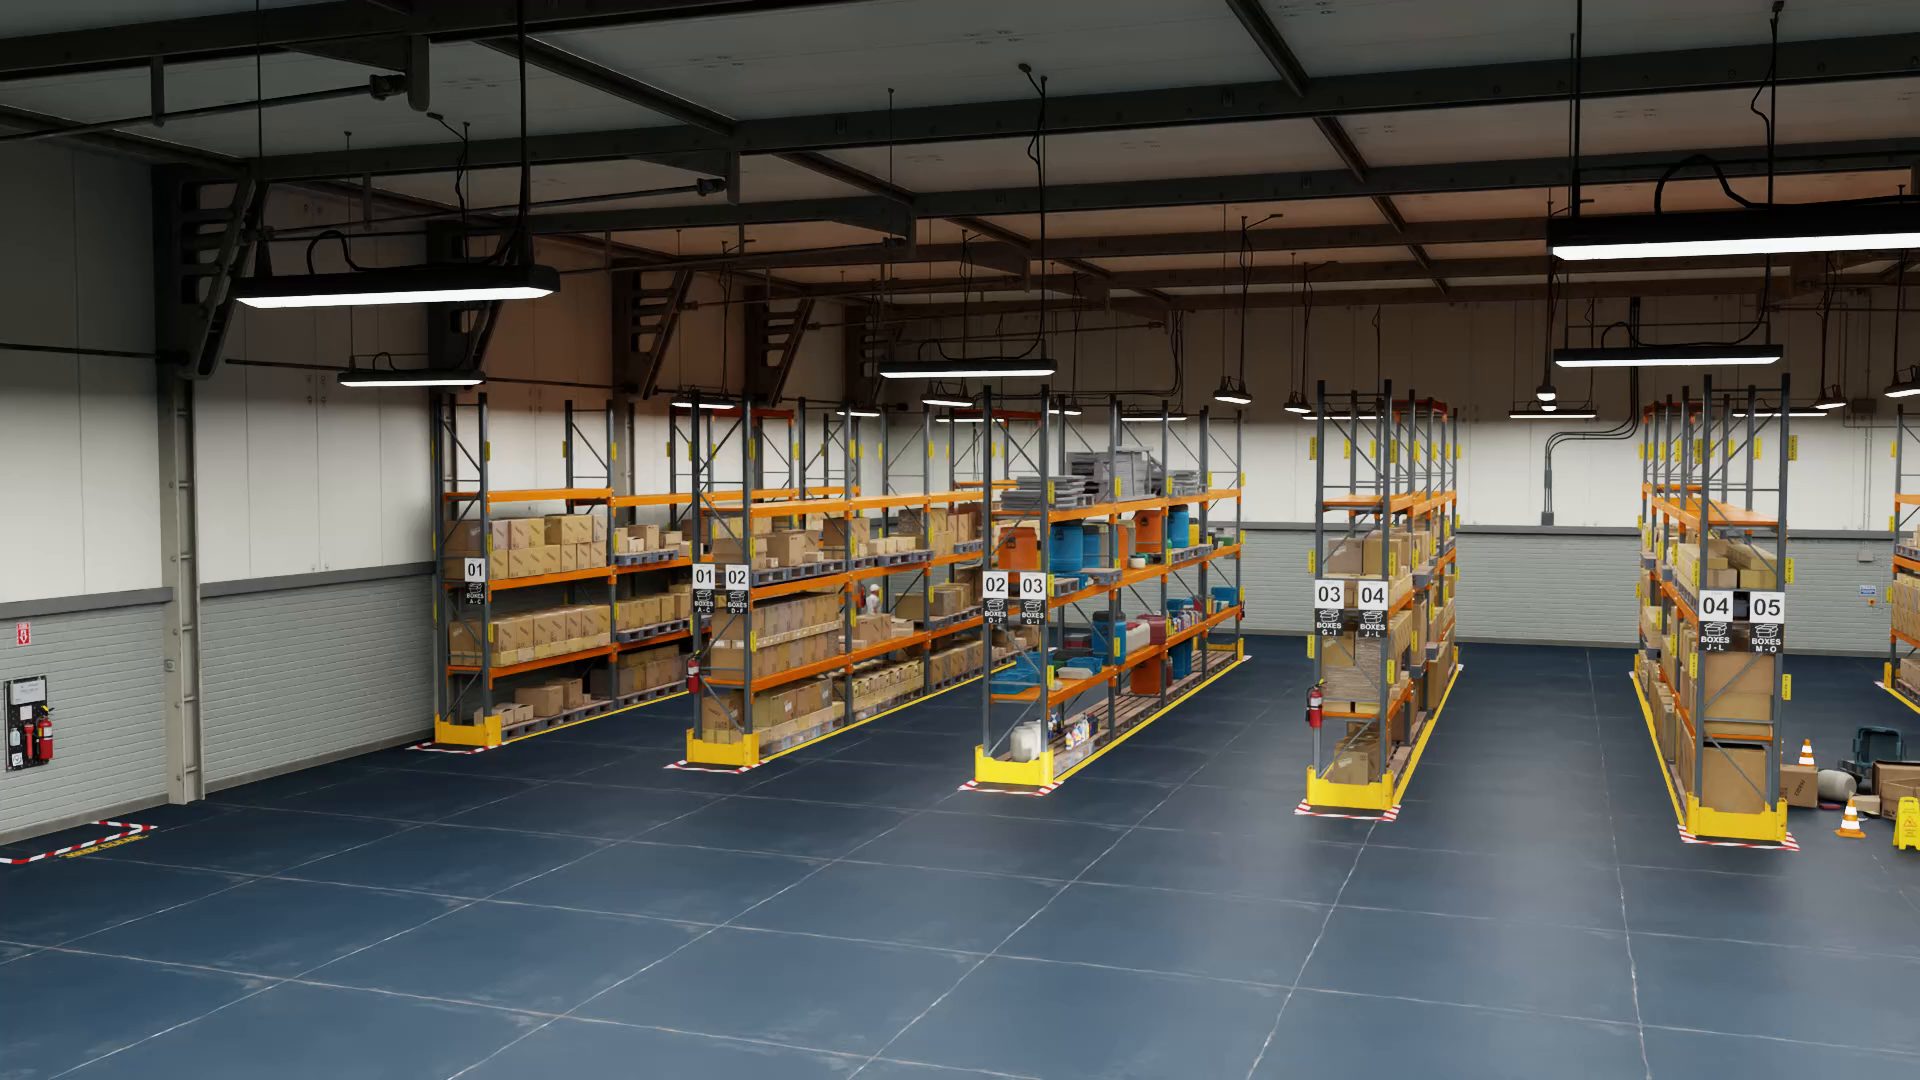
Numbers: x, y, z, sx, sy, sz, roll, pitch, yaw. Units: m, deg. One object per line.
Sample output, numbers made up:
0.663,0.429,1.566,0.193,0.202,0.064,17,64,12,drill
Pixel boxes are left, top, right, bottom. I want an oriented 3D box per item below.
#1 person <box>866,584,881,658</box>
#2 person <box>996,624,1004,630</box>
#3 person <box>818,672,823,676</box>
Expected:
-2.091,1.964,40.202,0.451,1.782,0.585,-2,4,-32,person
0.975,1.774,43.830,0.586,1.722,0.985,2,4,36,person
-2.990,2.352,33.985,0.599,1.711,0.629,0,3,8,person
